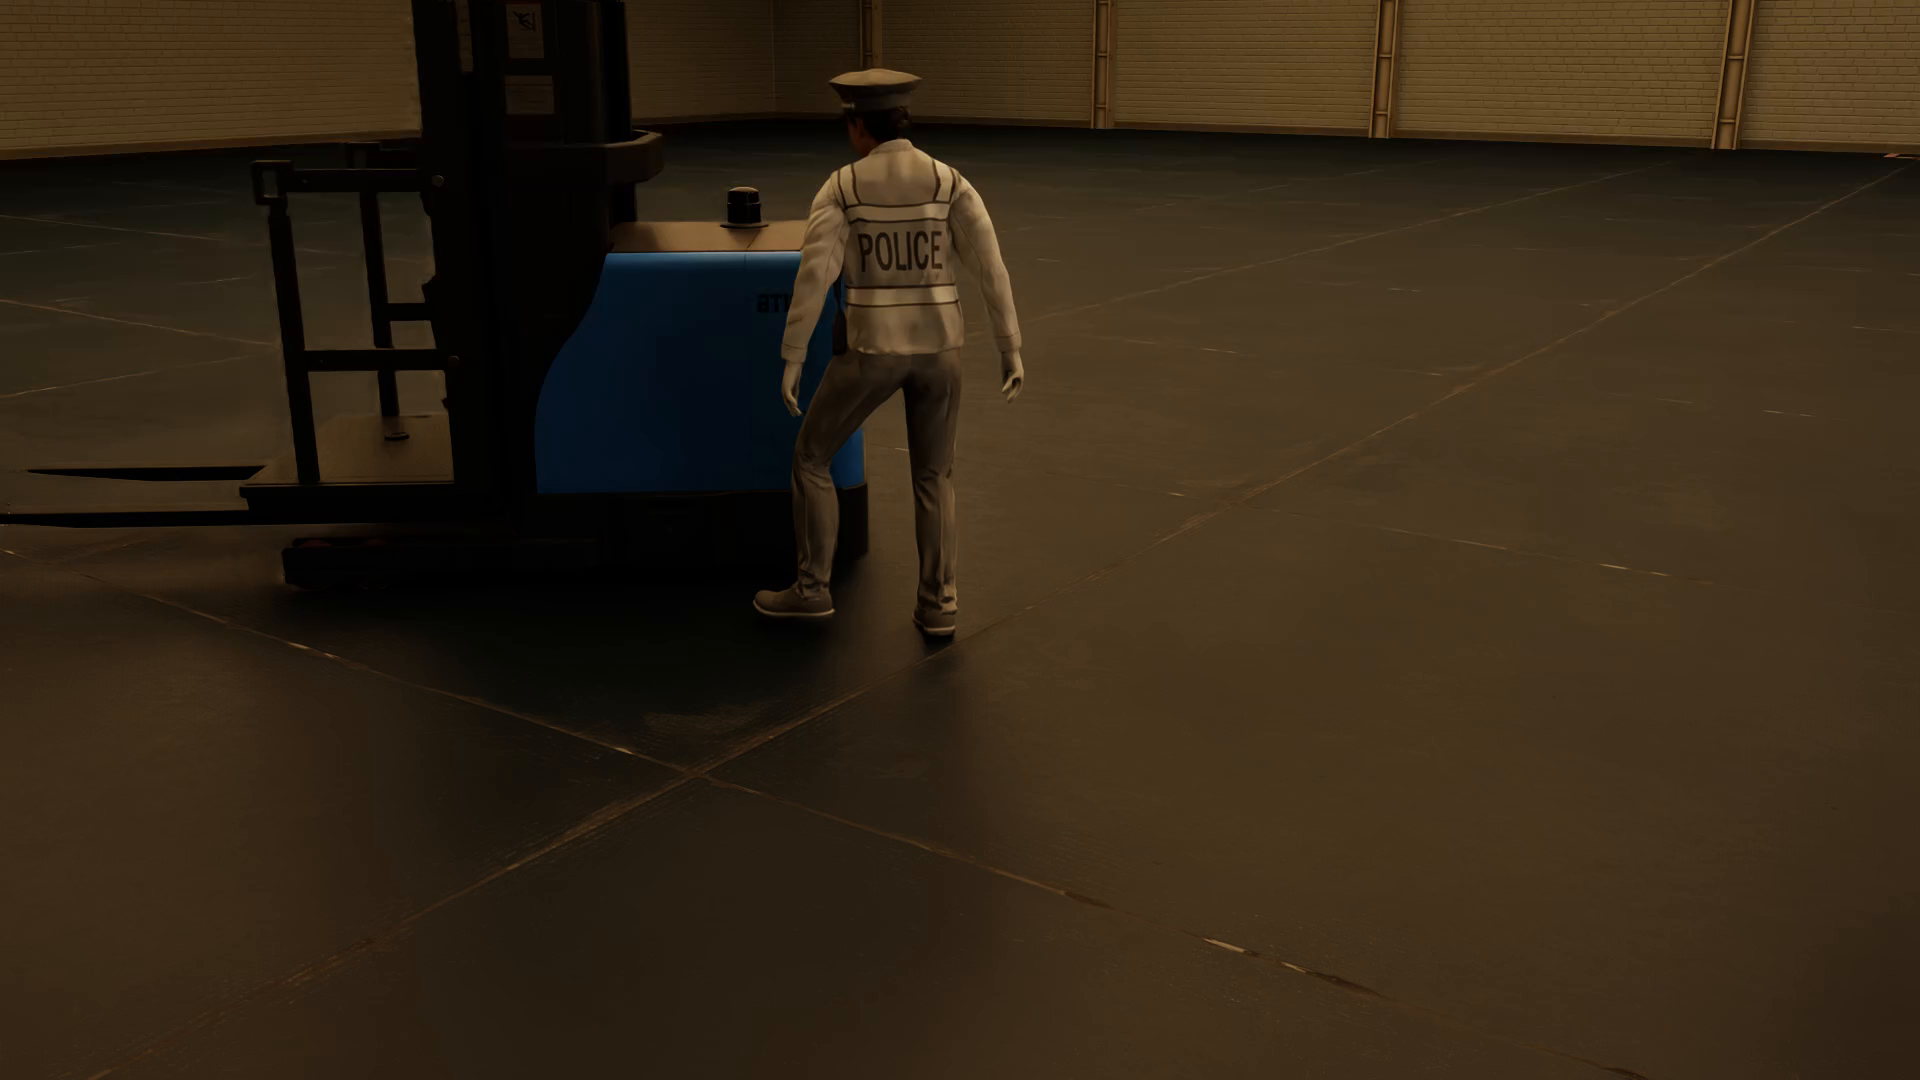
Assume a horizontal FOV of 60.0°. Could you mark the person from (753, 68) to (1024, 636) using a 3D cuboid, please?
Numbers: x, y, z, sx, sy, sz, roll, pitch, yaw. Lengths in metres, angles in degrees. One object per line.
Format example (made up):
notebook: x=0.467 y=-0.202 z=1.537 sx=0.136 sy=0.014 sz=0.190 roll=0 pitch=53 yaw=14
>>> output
person: x=-0.222 y=-0.524 z=4.860 sx=0.794 sy=1.642 sz=0.398 roll=-4 pitch=17 yaw=-13

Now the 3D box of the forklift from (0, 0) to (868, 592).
forklift: x=-1.847 y=-1.392 z=5.489 sx=3.031 sy=2.935 sz=1.130 roll=-1 pitch=17 yaw=-4
